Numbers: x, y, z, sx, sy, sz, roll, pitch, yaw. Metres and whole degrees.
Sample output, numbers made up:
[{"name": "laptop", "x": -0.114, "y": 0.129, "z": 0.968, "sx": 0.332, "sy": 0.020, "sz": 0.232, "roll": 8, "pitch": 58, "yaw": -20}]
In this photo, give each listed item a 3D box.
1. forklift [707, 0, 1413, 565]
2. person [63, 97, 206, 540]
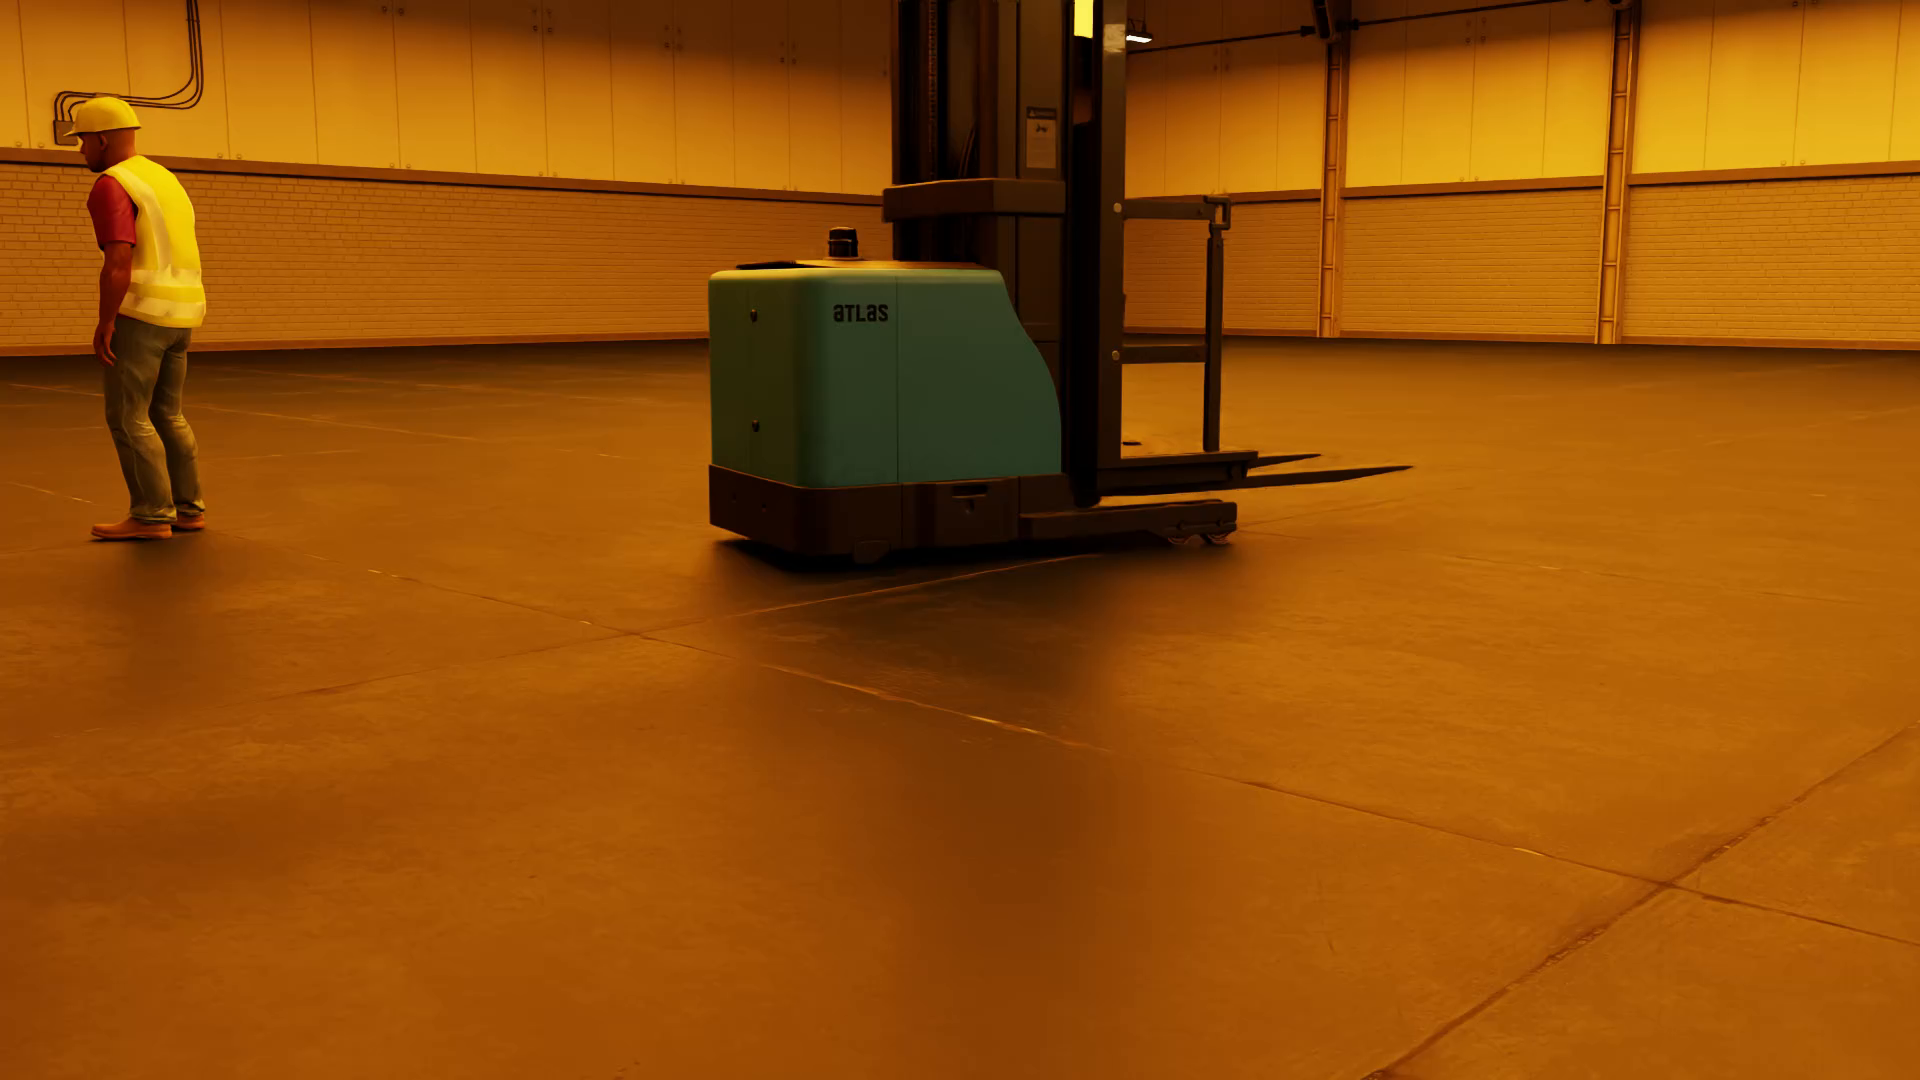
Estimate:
[{"name": "forklift", "x": 0.534, "y": -1.493, "z": 6.791, "sx": 3.031, "sy": 2.935, "sz": 1.130, "roll": -5, "pitch": 10, "yaw": -28}, {"name": "person", "x": -3.326, "y": -0.892, "z": 6.746, "sx": 0.462, "sy": 1.759, "sz": 0.626, "roll": 0, "pitch": 9, "yaw": 2}]
